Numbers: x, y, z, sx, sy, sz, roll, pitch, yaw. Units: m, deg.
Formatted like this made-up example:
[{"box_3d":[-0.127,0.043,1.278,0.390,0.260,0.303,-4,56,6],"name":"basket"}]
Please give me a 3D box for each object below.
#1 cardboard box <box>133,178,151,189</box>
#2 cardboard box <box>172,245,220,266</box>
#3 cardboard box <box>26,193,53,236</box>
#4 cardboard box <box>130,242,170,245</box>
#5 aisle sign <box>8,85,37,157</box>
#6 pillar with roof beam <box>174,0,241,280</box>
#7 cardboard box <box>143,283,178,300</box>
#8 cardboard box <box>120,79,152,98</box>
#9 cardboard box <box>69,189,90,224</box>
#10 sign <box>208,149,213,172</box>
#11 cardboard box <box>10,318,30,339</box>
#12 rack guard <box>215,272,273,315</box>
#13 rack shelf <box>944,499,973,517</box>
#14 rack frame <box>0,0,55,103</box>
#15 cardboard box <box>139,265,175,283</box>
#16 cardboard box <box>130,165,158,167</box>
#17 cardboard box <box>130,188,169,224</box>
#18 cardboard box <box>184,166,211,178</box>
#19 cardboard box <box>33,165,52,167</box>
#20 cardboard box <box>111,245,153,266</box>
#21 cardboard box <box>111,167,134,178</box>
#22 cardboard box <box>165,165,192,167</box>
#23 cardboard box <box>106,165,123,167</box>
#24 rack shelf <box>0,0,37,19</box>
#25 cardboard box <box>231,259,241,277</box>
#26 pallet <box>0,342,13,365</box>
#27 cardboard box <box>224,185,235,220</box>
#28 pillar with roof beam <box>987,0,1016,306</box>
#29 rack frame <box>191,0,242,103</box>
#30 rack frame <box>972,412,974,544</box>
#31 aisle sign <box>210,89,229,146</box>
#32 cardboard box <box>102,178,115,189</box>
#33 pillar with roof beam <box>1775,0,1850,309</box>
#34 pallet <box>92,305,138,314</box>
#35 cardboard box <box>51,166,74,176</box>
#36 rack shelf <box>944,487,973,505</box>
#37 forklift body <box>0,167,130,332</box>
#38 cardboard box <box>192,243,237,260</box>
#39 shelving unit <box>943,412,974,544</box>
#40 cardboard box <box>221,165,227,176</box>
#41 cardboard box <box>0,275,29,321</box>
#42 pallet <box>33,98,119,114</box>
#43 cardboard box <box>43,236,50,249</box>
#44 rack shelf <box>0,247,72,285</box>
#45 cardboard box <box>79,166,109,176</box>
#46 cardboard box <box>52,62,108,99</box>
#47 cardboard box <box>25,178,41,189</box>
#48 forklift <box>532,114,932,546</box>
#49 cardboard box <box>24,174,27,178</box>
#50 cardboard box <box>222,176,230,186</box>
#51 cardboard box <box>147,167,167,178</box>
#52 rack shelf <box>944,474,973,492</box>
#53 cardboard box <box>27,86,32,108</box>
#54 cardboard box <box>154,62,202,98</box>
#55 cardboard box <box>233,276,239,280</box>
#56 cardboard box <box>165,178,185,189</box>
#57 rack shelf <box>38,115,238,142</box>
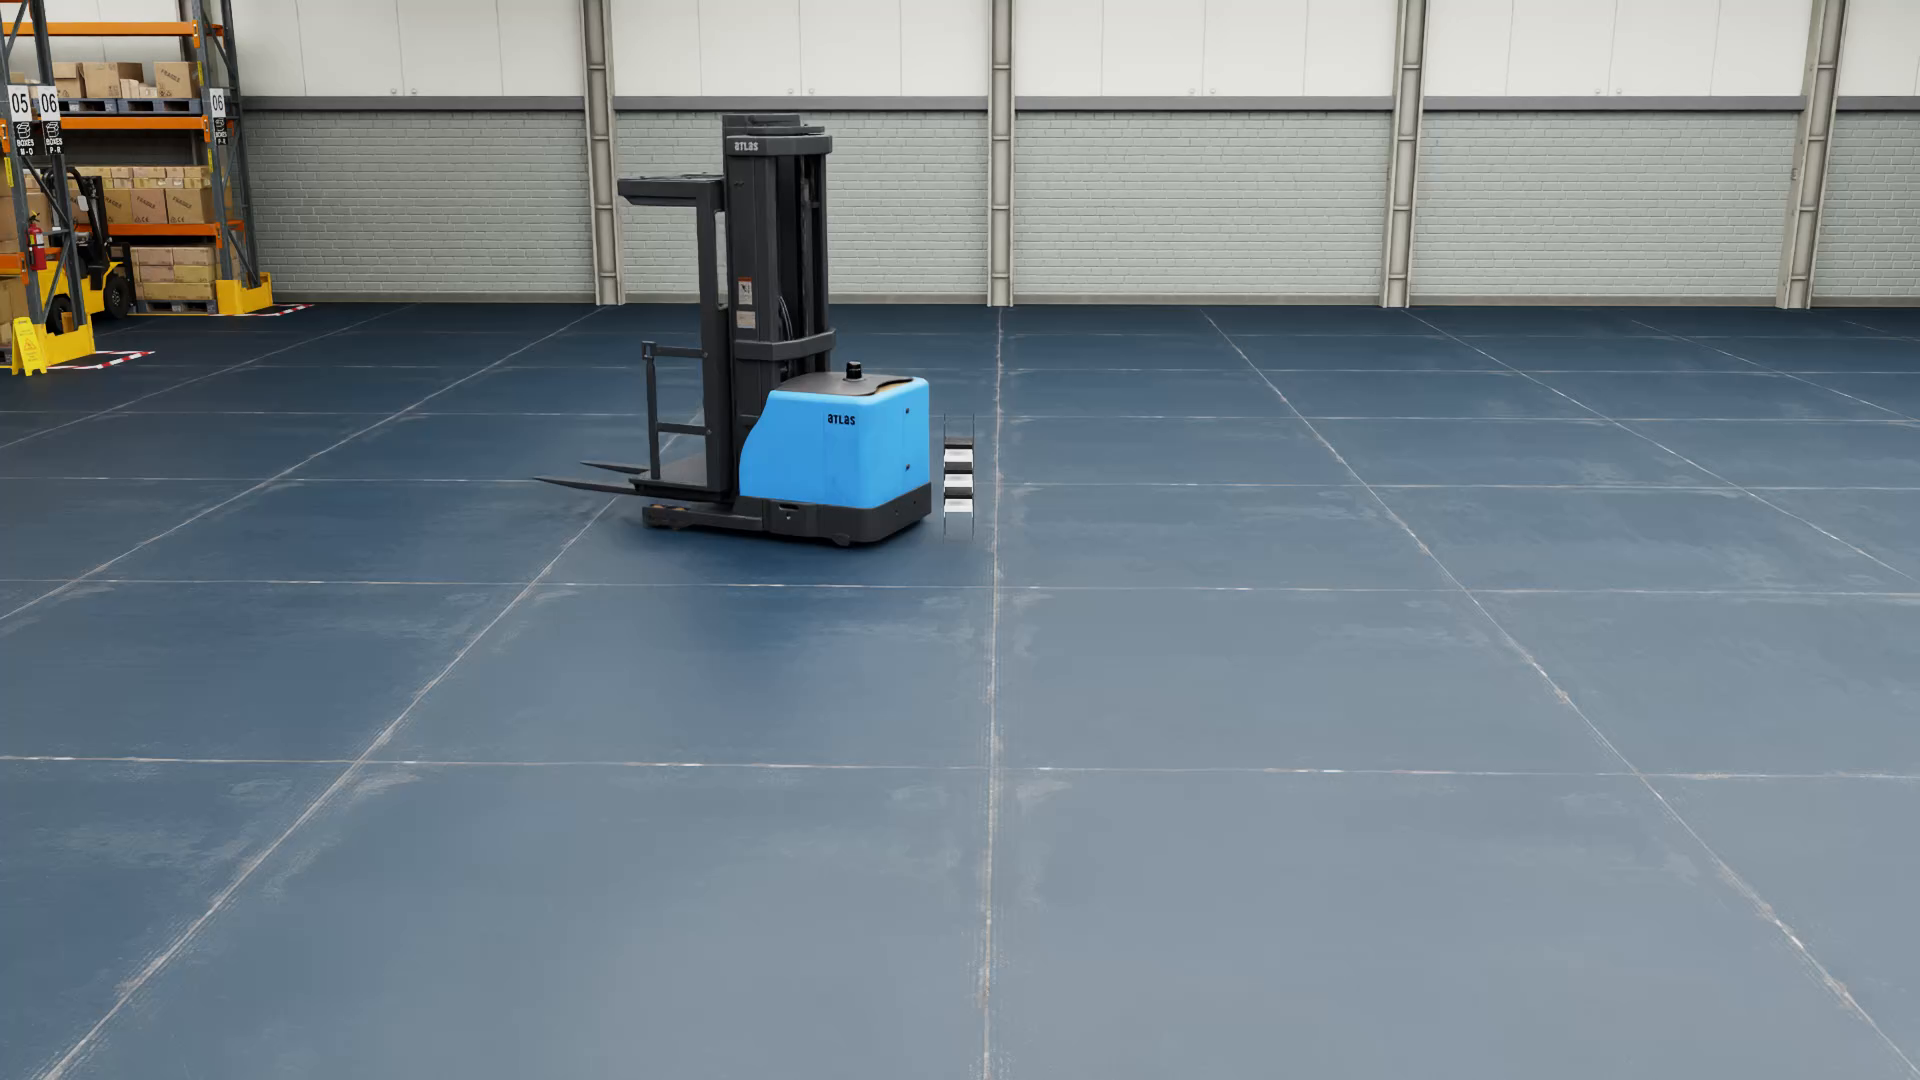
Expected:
[{"box_3d":[-11.823,-5.205,24.222,0.250,0.149,0.380,0,15,1],"name":"cardboard box"},{"box_3d":[-11.176,-4.177,24.400,0.500,0.250,0.500,1,15,3],"name":"cardboard box"},{"box_3d":[-11.297,-3.897,19.951,0.500,0.500,0.500,0,15,1],"name":"cardboard box"},{"box_3d":[-12.182,-4.313,24.916,0.500,0.250,0.500,0,15,1],"name":"cardboard box"},{"box_3d":[-10.776,-4.813,19.108,0.004,0.787,0.394,0,15,1],"name":"aisle sign"},{"box_3d":[-11.490,-6.934,20.482,0.400,9.000,9.100,0,15,1],"name":"pillar with roof beam"},{"box_3d":[-11.682,-3.698,24.545,0.500,0.250,0.500,0,15,1],"name":"cardboard box"},{"box_3d":[-11.797,-6.463,23.821,0.258,0.266,0.396,0,15,2],"name":"cardboard box"},{"box_3d":[-12.740,-4.891,24.301,0.500,0.500,0.500,0,15,2],"name":"cardboard box"},{"box_3d":[-10.735,-5.433,23.818,0.005,0.325,0.100,0,15,1],"name":"sign"},{"box_3d":[-11.630,-2.580,20.306,0.500,0.250,0.500,0,15,1],"name":"cardboard box"},{"box_3d":[-10.683,-3.688,24.838,0.348,0.500,1.175,0,15,1],"name":"rack guard"},{"box_3d":[-0.008,-0.229,11.780,0.200,0.077,0.258,0,15,1],"name":"rack shelf"},{"box_3d":[-10.830,-6.532,18.957,0.127,3.000,1.000,0,15,1],"name":"rack frame"},{"box_3d":[-11.703,-3.941,24.486,0.500,0.250,0.500,0,15,1],"name":"cardboard box"},{"box_3d":[-12.074,-5.468,24.636,0.250,0.149,0.380,1,15,3],"name":"cardboard box"},{"box_3d":[-11.725,-4.887,24.287,0.500,0.500,0.500,1,15,3],"name":"cardboard box"},{"box_3d":[-11.071,-5.351,24.192,0.250,0.149,0.380,0,15,2],"name":"cardboard box"},{"box_3d":[-13.613,-5.507,24.784,0.250,0.149,0.380,0,15,0],"name":"cardboard box"},{"box_3d":[-12.191,-4.180,24.409,0.500,0.250,0.500,1,15,2],"name":"cardboard box"},{"box_3d":[-12.091,-5.334,24.125,0.250,0.149,0.380,1,15,3],"name":"cardboard box"},{"box_3d":[-11.563,-5.468,24.633,0.250,0.149,0.380,1,15,2],"name":"cardboard box"},{"box_3d":[-12.583,-5.477,24.667,0.250,0.149,0.380,0,15,2],"name":"cardboard box"},{"box_3d":[-12.830,-6.195,19.098,4.000,0.370,1.077,0,15,1],"name":"rack shelf"},{"box_3d":[-11.172,-4.068,24.966,0.500,0.250,0.500,1,15,2],"name":"cardboard box"},{"box_3d":[-11.718,-2.297,20.134,1.213,0.211,1.003,0,15,1],"name":"pallet"},{"box_3d":[-11.196,-5.019,24.788,0.500,0.500,0.500,1,15,3],"name":"cardboard box"},{"box_3d":[0.506,-6.856,20.185,0.400,9.000,9.100,0,15,1],"name":"pillar with roof beam"},{"box_3d":[-10.707,-7.797,23.755,0.127,3.000,1.000,0,15,1],"name":"rack frame"},{"box_3d":[0.094,-0.435,11.723,0.006,0.900,0.240,0,15,1],"name":"rack frame"},{"box_3d":[-10.649,-6.078,23.903,0.004,0.787,0.394,0,15,1],"name":"aisle sign"},{"box_3d":[-12.344,-5.192,24.170,0.250,0.149,0.380,0,15,2],"name":"cardboard box"},{"box_3d":[12.502,-6.778,19.889,0.400,9.000,9.100,0,15,1],"name":"pillar with roof beam"},{"box_3d":[-12.689,-3.551,24.887,1.213,0.211,1.003,0,15,1],"name":"pallet"},{"box_3d":[-13.105,-5.363,24.235,0.250,0.149,0.380,0,15,1],"name":"cardboard box"},{"box_3d":[-0.008,-0.316,11.757,0.200,0.077,0.258,0,15,1],"name":"rack shelf"},{"box_3d":[-12.650,-4.033,22.912,1.214,2.155,2.313,0,15,1],"name":"forklift body"},{"box_3d":[-11.183,-4.305,24.884,0.500,0.250,0.500,0,15,1],"name":"cardboard box"},{"box_3d":[-0.008,-0.435,11.725,0.210,0.900,0.258,0,15,1],"name":"shelving unit"},{"box_3d":[-11.038,-5.459,24.601,0.250,0.149,0.380,0,15,0],"name":"cardboard box"},{"box_3d":[-11.654,-2.943,20.211,0.500,0.500,0.500,0,15,0],"name":"cardboard box"},{"box_3d":[-12.636,-6.323,24.218,1.213,0.211,1.003,0,15,1],"name":"pallet"},{"box_3d":[-11.165,-3.564,19.963,0.250,0.149,0.380,0,15,2],"name":"cardboard box"},{"box_3d":[-12.830,-3.296,19.863,4.000,0.370,1.077,0,15,1],"name":"rack shelf"},{"box_3d":[-12.604,-5.360,24.224,0.250,0.149,0.380,1,15,2],"name":"cardboard box"},{"box_3d":[-12.761,-6.635,24.007,0.637,0.503,0.797,1,15,3],"name":"cardboard box"},{"box_3d":[-13.367,-5.197,24.191,0.250,0.149,0.380,0,15,1],"name":"cardboard box"},{"box_3d":[-1.773,-1.601,12.163,3.031,2.935,1.130,6,16,23],"name":"forklift"},{"box_3d":[-13.621,-5.345,24.168,0.250,0.149,0.380,1,15,3],"name":"cardboard box"},{"box_3d":[-11.040,-5.327,24.684,0.250,0.149,0.380,0,15,0],"name":"cardboard box"},{"box_3d":[-11.581,-5.340,24.148,0.250,0.149,0.380,1,15,3],"name":"cardboard box"},{"box_3d":[-0.008,-0.403,11.734,0.200,0.077,0.258,0,15,1],"name":"rack shelf"},{"box_3d":[-11.326,-5.224,19.590,0.500,0.250,0.500,0,15,0],"name":"cardboard box"},{"box_3d":[-11.156,-6.588,23.834,0.500,0.500,0.500,1,15,3],"name":"cardboard box"},{"box_3d":[-11.193,-3.823,25.018,0.500,0.250,0.500,0,15,2],"name":"cardboard box"},{"box_3d":[-11.317,-5.184,24.140,0.250,0.149,0.380,1,15,2],"name":"cardboard box"},{"box_3d":[-12.707,-6.012,24.278,4.000,0.370,1.077,0,15,1],"name":"rack shelf"}]
